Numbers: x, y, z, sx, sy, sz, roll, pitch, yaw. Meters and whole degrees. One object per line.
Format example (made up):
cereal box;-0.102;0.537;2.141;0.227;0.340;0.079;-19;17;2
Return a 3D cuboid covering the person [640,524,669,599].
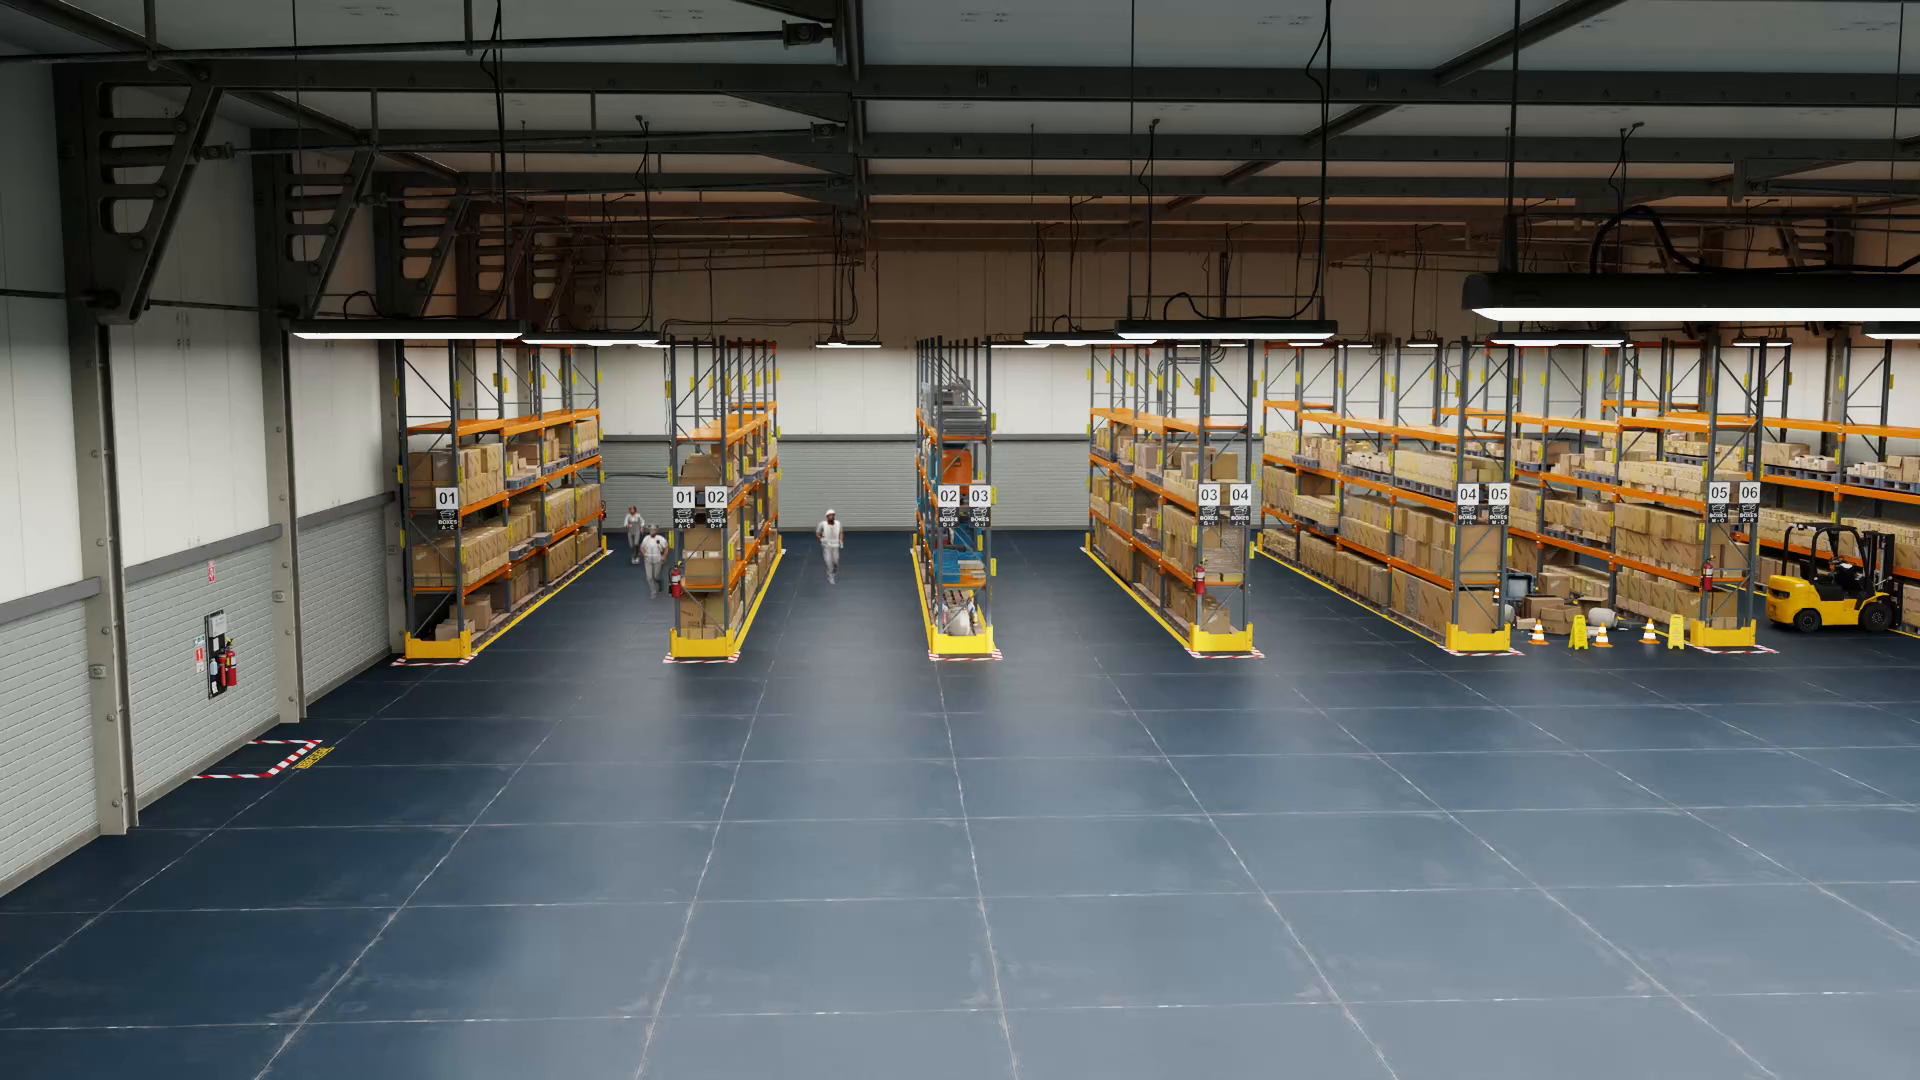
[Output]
person;-7.116;0.486;38.652;0.665;1.741;0.559;0;6;2

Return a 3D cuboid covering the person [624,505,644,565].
person;-8.747;-0.136;44.602;0.508;1.598;0.662;0;6;-3

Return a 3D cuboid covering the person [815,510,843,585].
person;-3.019;0.168;38.717;0.667;1.754;0.583;-2;7;-17

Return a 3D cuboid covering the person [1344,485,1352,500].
person;11.468;-0.740;49.293;0.918;1.764;0.712;-2;7;-17
